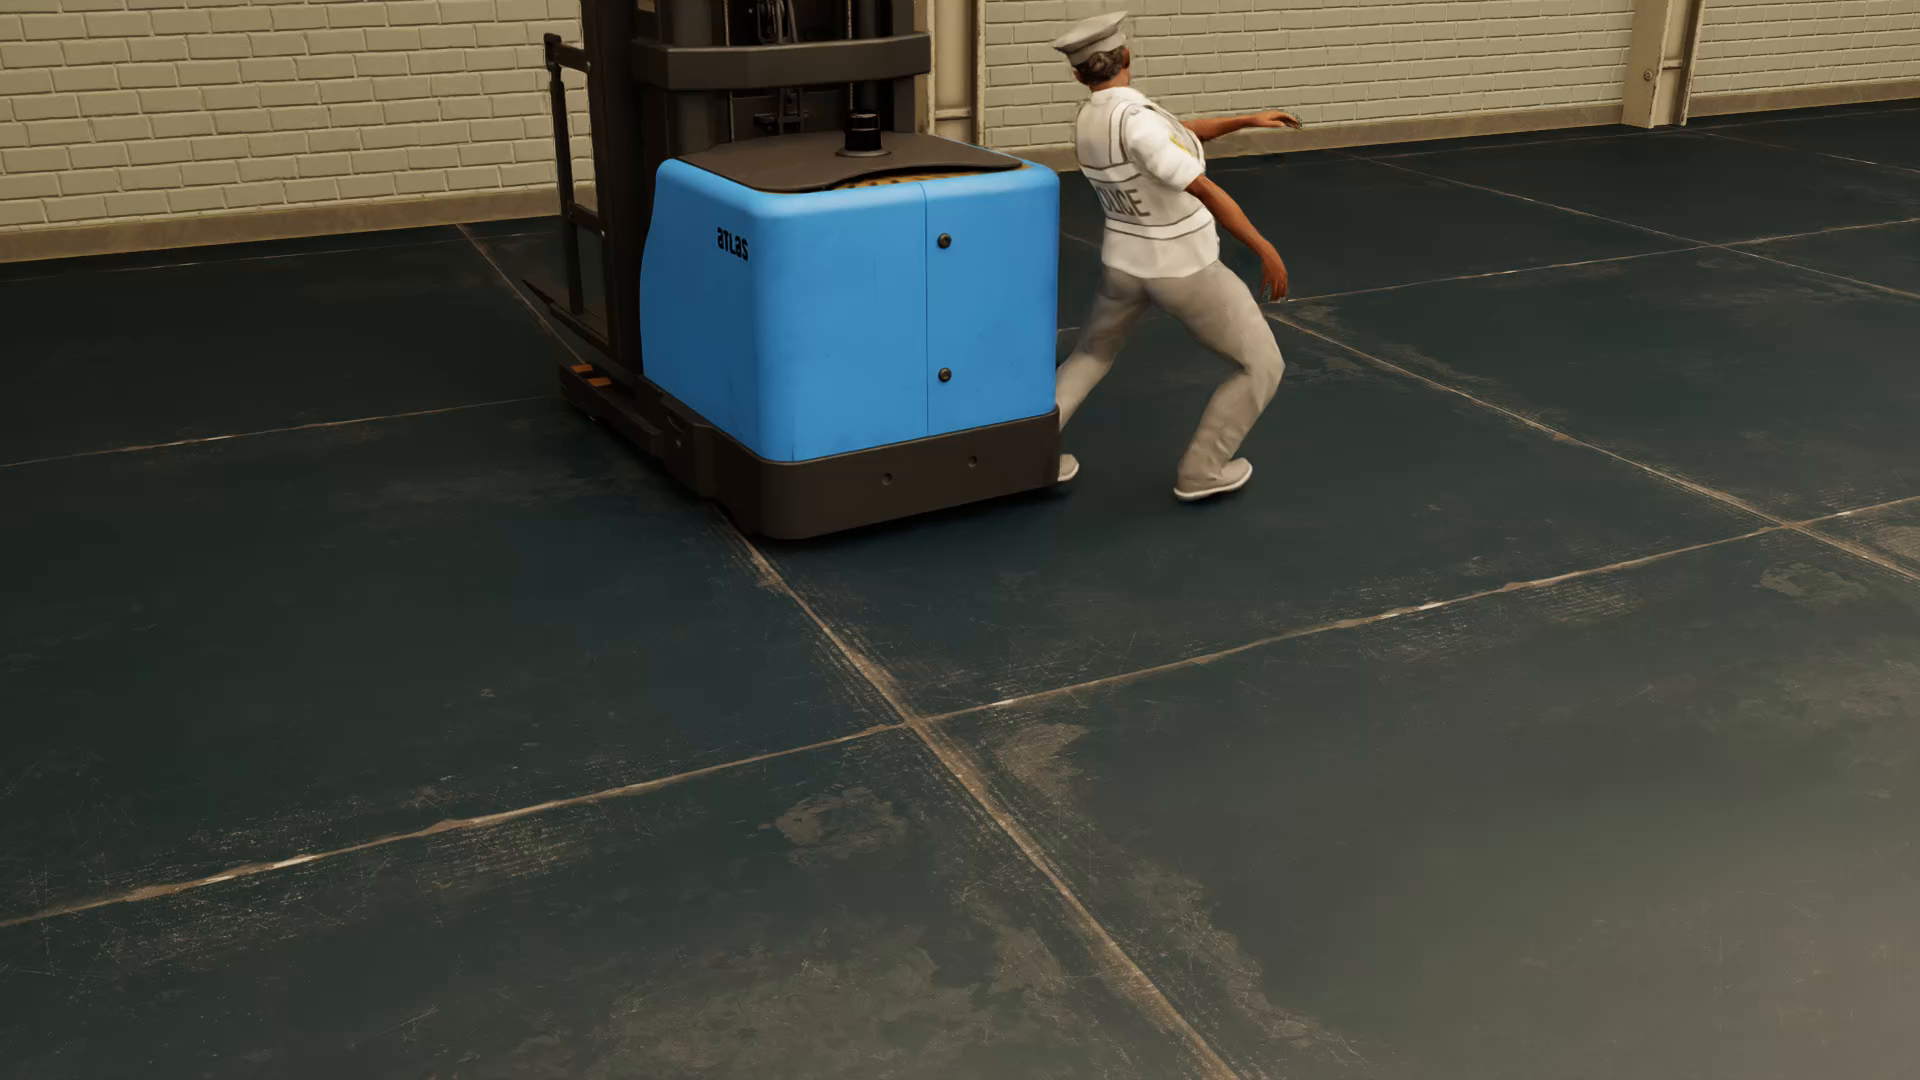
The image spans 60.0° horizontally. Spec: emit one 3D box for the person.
[{"bbox_3d":[0.663,-0.849,5.138,0.815,1.495,0.798,-19,29,-38],"label":"person"}]

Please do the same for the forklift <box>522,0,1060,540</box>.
[{"bbox_3d":[-0.864,-1.874,5.796,1.130,2.935,3.031,-13,26,-28],"label":"forklift"}]
